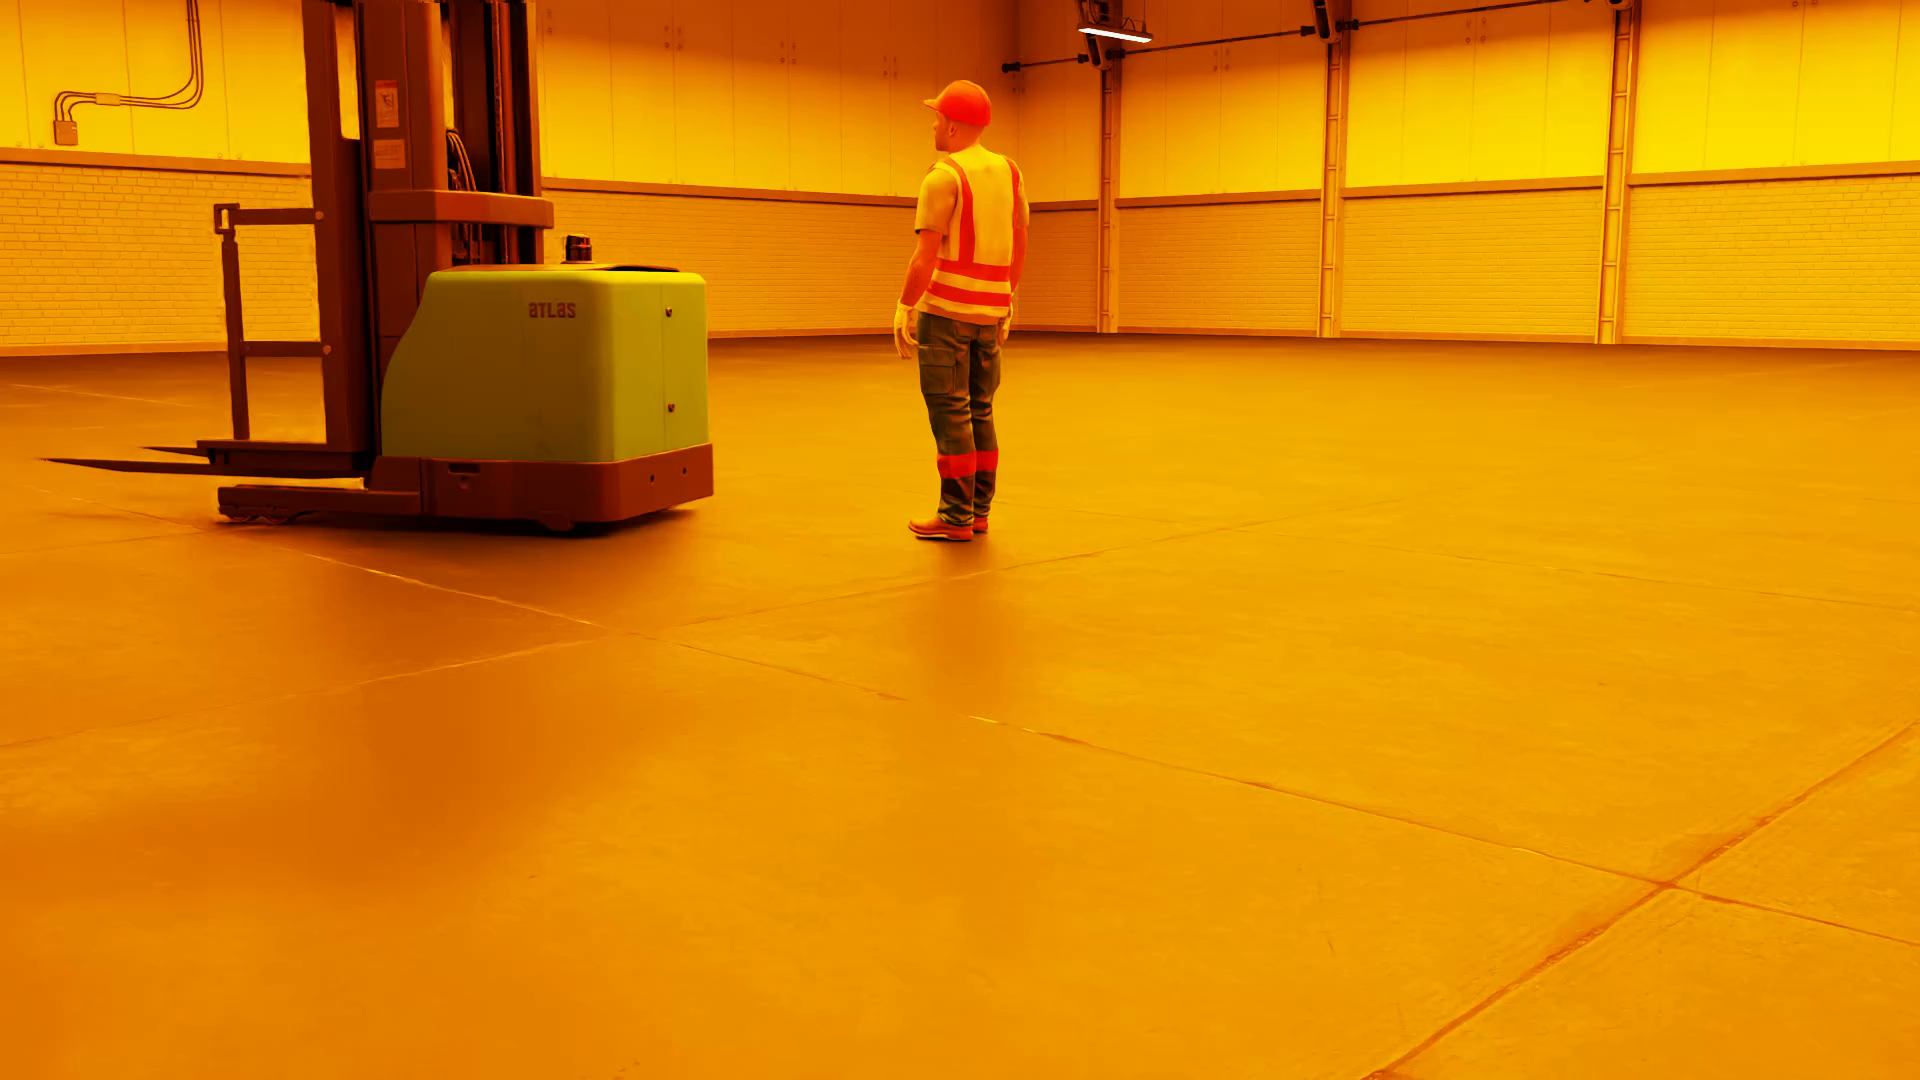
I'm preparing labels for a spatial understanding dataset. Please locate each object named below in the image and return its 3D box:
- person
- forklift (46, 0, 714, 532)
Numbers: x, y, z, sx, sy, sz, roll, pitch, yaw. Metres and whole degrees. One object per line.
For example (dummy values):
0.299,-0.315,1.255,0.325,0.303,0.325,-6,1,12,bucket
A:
-0.049,-0.902,6.647,0.563,1.788,0.638,8,12,43,person
-2.701,-1.586,7.404,3.031,2.935,1.130,3,9,17,forklift
